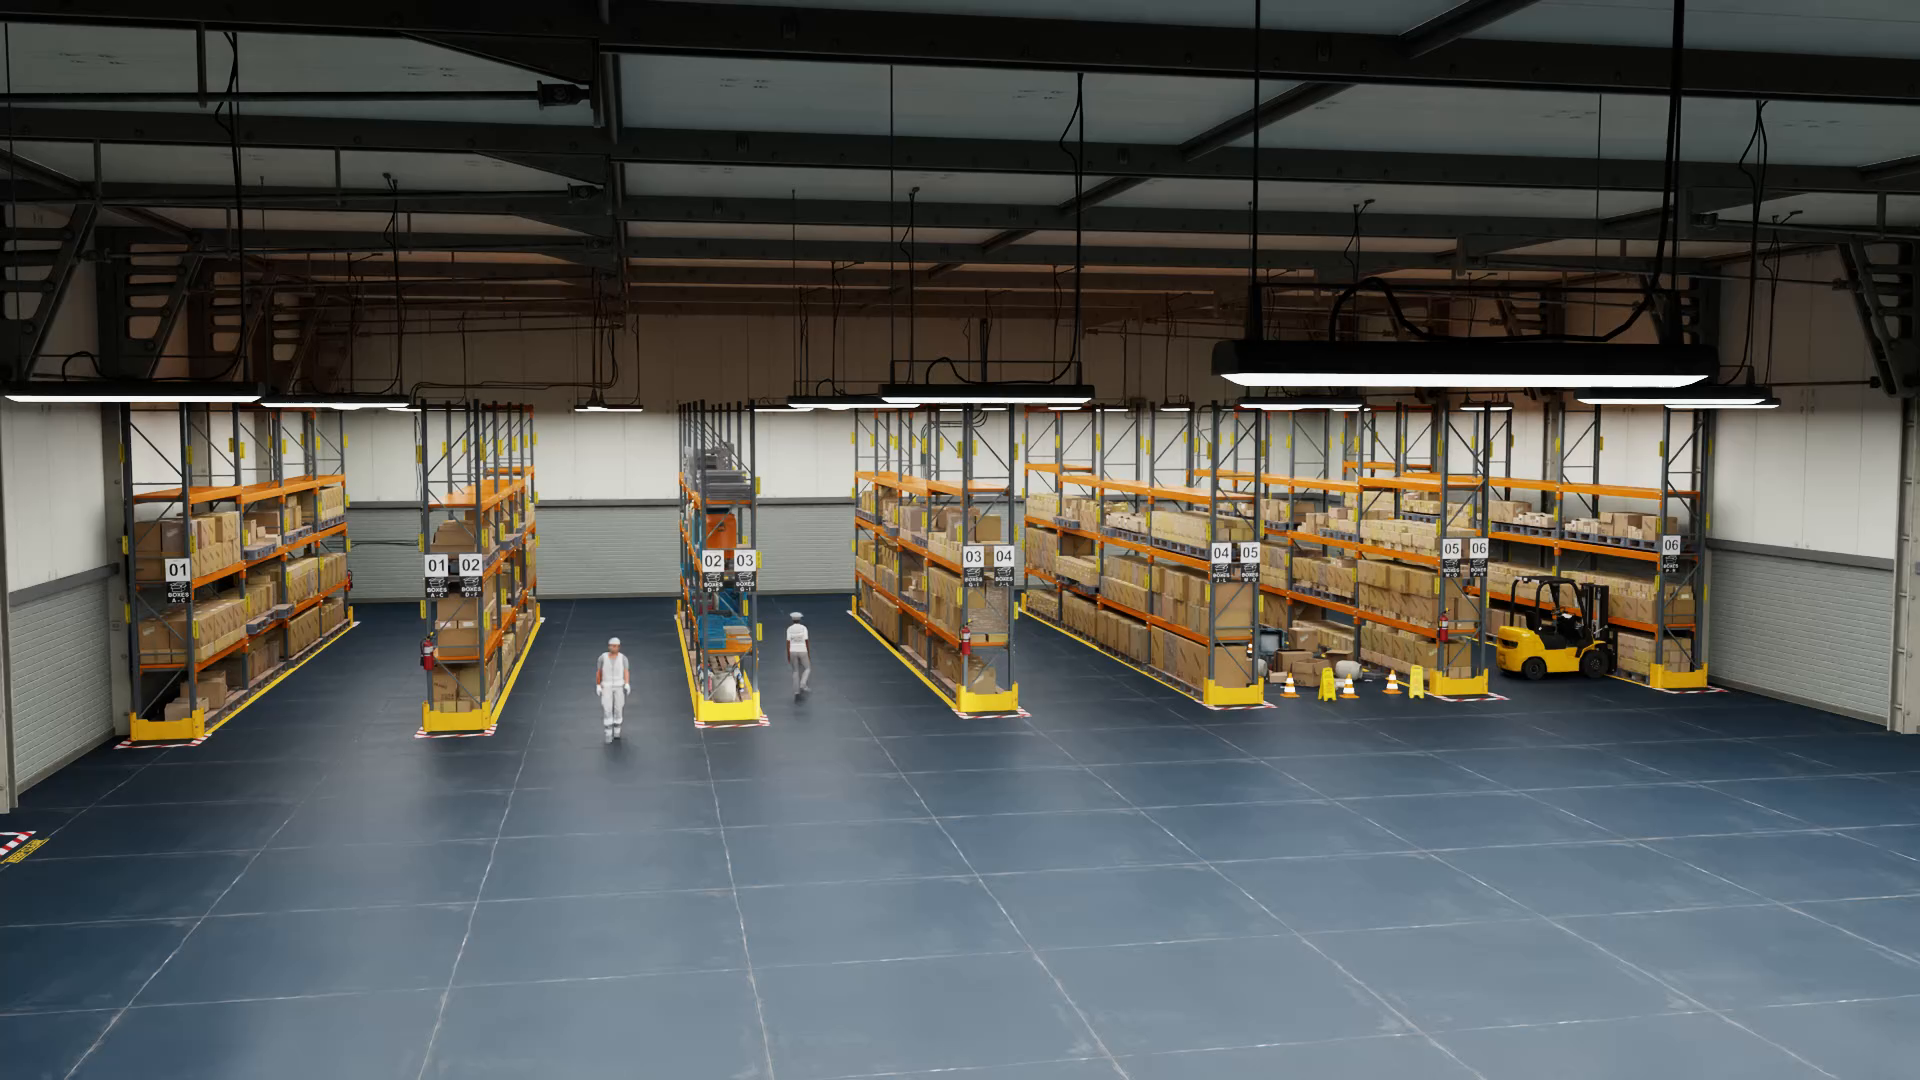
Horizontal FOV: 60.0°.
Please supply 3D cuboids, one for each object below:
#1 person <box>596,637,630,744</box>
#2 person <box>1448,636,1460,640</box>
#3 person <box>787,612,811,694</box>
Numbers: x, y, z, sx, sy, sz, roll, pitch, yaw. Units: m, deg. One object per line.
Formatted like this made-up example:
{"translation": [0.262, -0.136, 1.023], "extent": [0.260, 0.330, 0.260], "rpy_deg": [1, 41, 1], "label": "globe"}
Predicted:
{"translation": [-6.085, 2.646, 29.222], "extent": [0.562, 1.836, 0.605], "rpy_deg": [-1, 5, -18], "label": "person"}
{"translation": [11.328, 2.023, 38.159], "extent": [0.530, 1.705, 0.403], "rpy_deg": [-3, 5, -36], "label": "person"}
{"translation": [-3.297, 2.330, 33.962], "extent": [0.508, 1.664, 0.492], "rpy_deg": [1, 4, 8], "label": "person"}
